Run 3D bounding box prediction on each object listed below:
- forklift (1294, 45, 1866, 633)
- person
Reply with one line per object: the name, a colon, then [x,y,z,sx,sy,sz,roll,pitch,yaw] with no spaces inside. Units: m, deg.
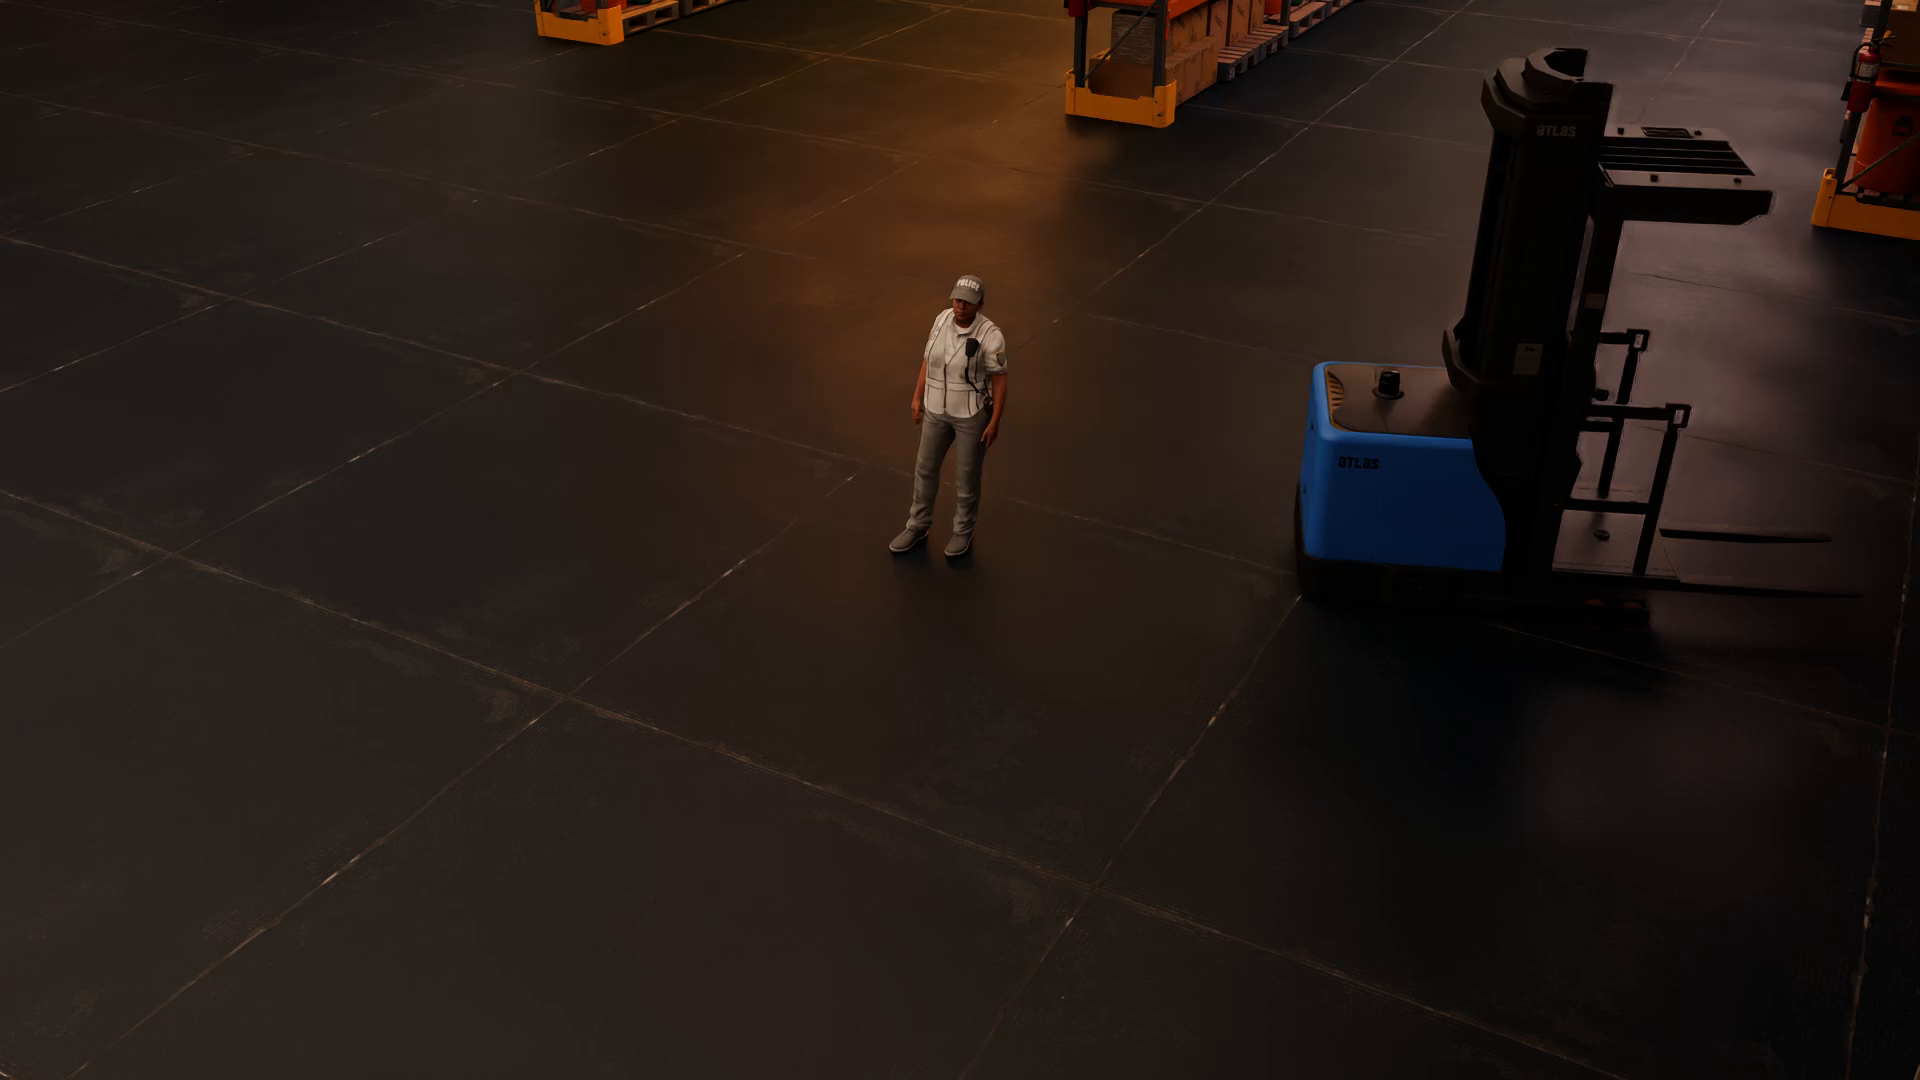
forklift: [3.474,-1.047,8.885,3.031,2.935,1.130,4,30,7]
person: [-0.057,-0.700,9.534,0.598,1.670,0.529,15,33,25]
